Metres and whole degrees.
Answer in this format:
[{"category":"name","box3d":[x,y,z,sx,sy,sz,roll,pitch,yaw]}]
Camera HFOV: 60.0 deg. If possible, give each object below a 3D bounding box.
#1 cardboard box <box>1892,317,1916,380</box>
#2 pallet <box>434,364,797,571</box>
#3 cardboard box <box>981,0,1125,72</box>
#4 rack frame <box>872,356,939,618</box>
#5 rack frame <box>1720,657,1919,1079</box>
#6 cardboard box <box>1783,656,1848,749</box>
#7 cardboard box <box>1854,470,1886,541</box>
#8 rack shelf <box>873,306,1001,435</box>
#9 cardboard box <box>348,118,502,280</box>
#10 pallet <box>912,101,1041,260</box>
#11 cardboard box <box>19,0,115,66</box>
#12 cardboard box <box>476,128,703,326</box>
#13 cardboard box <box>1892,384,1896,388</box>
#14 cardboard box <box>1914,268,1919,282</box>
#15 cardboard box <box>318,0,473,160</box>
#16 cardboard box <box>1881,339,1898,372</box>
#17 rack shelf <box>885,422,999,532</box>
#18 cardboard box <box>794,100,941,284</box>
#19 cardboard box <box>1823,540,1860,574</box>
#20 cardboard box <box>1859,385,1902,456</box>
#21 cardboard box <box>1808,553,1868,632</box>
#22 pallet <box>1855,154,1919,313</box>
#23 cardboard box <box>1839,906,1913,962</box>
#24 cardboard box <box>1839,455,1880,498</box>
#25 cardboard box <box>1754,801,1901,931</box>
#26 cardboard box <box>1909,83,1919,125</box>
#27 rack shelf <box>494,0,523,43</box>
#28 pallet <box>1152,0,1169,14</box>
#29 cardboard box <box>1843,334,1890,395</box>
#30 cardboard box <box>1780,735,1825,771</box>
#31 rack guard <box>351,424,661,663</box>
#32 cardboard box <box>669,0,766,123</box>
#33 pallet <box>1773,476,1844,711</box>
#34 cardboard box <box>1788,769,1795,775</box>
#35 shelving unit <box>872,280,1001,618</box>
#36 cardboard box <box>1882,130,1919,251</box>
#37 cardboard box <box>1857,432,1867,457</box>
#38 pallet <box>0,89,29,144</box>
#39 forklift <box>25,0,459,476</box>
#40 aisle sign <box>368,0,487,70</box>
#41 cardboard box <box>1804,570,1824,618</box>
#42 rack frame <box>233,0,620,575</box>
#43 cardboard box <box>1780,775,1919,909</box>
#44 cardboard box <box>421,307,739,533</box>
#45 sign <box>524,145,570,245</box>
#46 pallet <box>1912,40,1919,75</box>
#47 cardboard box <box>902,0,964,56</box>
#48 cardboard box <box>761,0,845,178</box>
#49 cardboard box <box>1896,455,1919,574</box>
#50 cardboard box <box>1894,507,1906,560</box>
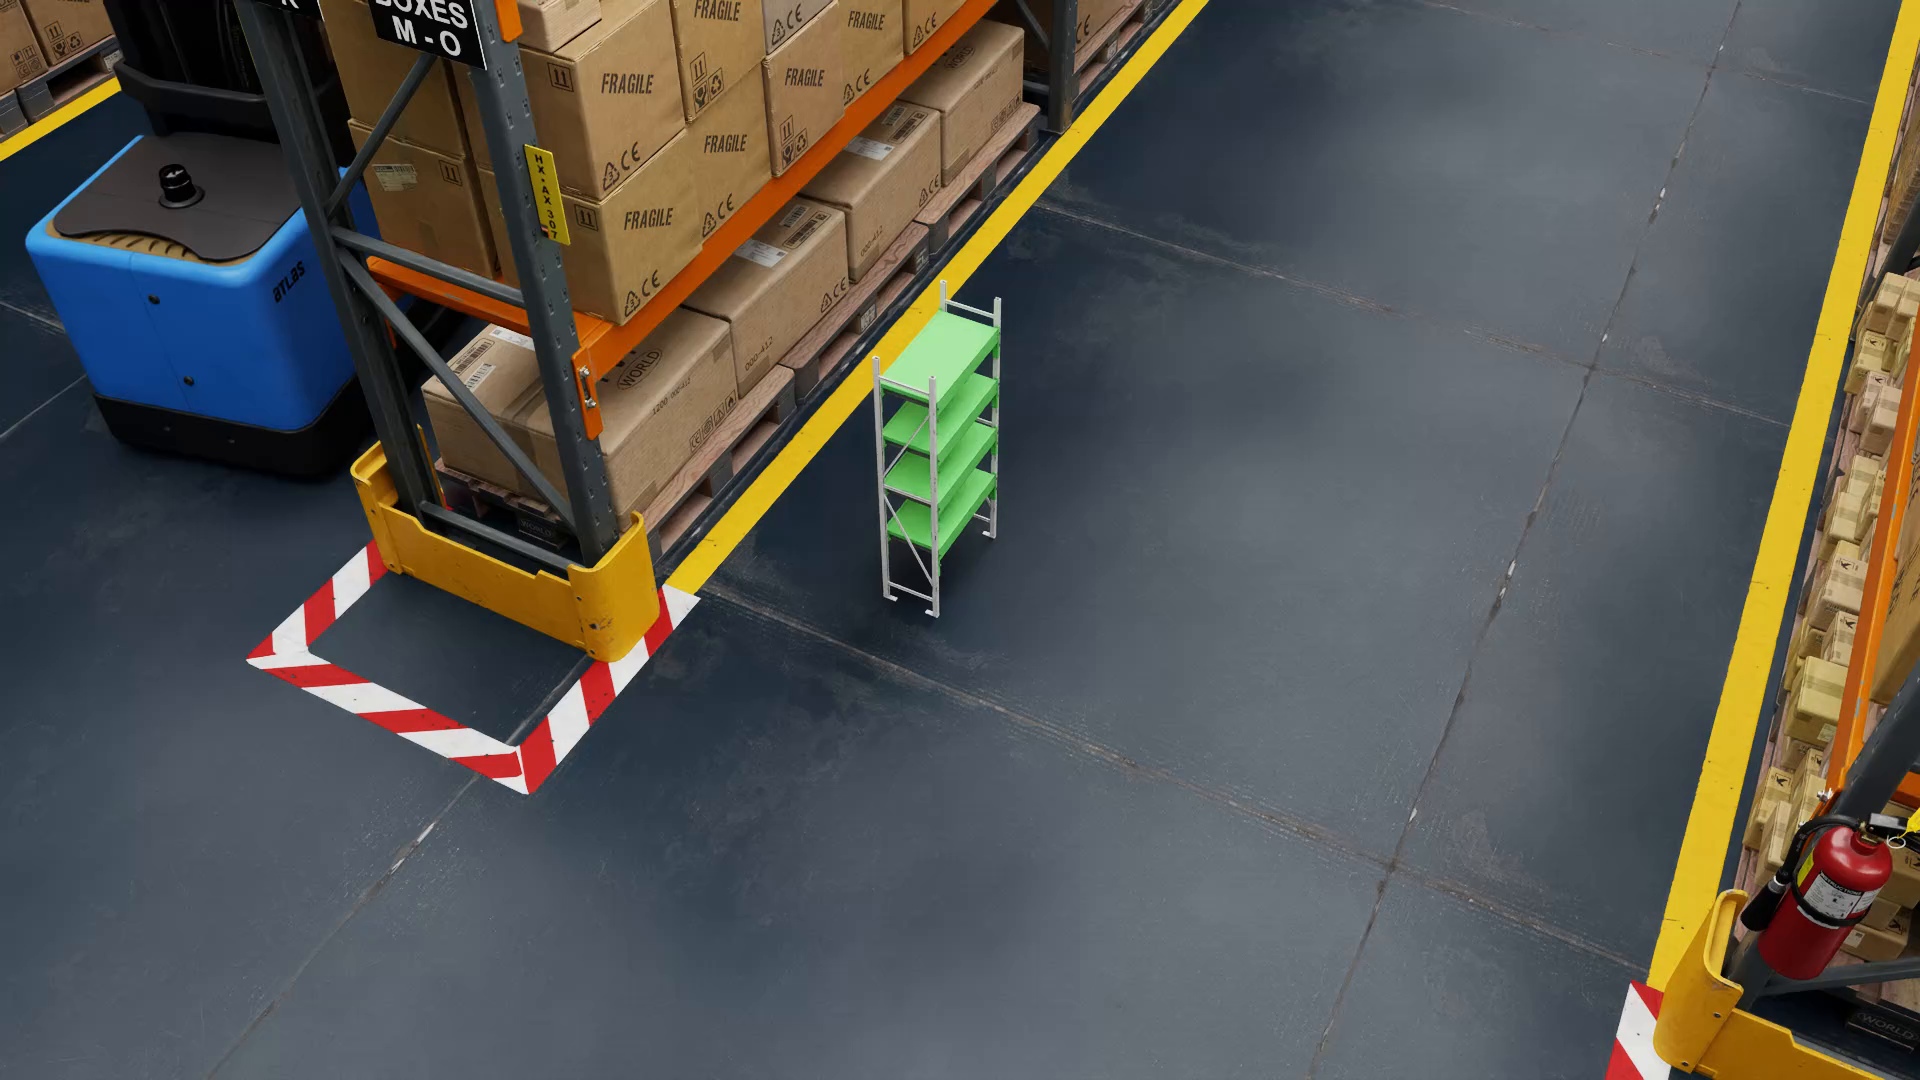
[{"category":"cardboard box","box3d":[3.962,-0.715,6.638,0.380,0.149,0.250,20,49,19]},{"category":"pallet","box3d":[-1.427,-0.439,7.035,1.003,0.211,1.213,20,49,19]},{"category":"cardboard box","box3d":[0.345,-3.227,9.029,0.875,0.875,0.875,22,49,20]},{"category":"rack frame","box3d":[-0.190,-0.164,6.068,0.240,1.200,0.015,20,49,19]},{"category":"rack frame","box3d":[2.703,0.681,3.968,1.000,3.000,0.127,20,49,19]},{"category":"cardboard box","box3d":[2.899,0.565,5.373,0.380,0.149,0.250,19,48,18]},{"category":"cardboard box","box3d":[3.468,-0.068,5.999,0.380,0.149,0.250,21,49,19]},{"category":"rack shelf","box3d":[-0.077,-0.610,5.924,0.258,0.148,0.480,20,49,19]},{"category":"cardboard box","box3d":[-1.739,-1.316,5.871,0.500,0.500,0.500,21,49,19]},{"category":"pallet","box3d":[-0.294,-1.976,8.554,1.003,0.211,1.213,20,49,19]},{"category":"cardboard box","box3d":[-4.994,-2.974,9.043,0.500,0.500,0.500,21,49,20]},{"category":"cardboard box","box3d":[-1.251,-1.132,5.690,0.500,0.500,0.500,20,49,19]},{"category":"cardboard box","box3d":[3.861,-0.442,6.578,0.380,0.149,0.250,18,48,17]},{"category":"cardboard box","box3d":[4.216,-1.044,6.964,0.380,0.149,0.250,22,49,21]},{"category":"cardboard box","box3d":[-1.716,-1.658,5.507,0.500,0.500,0.500,22,49,20]},{"category":"cardboard box","box3d":[4.070,-0.777,6.909,0.380,0.149,0.250,21,49,19]},{"category":"rack shelf","box3d":[-0.077,-0.273,6.266,0.258,0.148,0.480,20,49,19]},{"category":"cardboard box","box3d":[-0.673,-1.732,7.859,0.875,0.438,0.875,19,48,18]},{"category":"cardboard box","box3d":[3.299,0.191,5.952,0.380,0.149,0.250,23,50,21]},{"category":"cardboard box","box3d":[3.671,-0.410,6.337,0.380,0.149,0.250,21,49,20]},{"category":"cardboard box","box3d":[3.151,0.235,5.699,0.380,0.149,0.250,22,49,20]},{"category":"pallet","box3d":[4.920,-1.349,7.935,1.003,0.211,1.213,20,49,19]},{"category":"cardboard box","box3d":[2.762,1.135,5.228,0.380,0.149,0.250,21,49,20]},{"category":"cardboard box","box3d":[3.539,-0.139,6.278,0.380,0.149,0.250,20,49,19]},{"category":"cardboard box","box3d":[2.695,1.005,5.148,0.380,0.149,0.250,19,48,18]},{"category":"cardboard box","box3d":[5.160,-2.302,8.378,0.500,0.500,0.500,19,48,18]},{"category":"rack shelf","box3d":[-0.800,-2.951,5.954,1.077,0.370,4.000,20,49,19]},{"category":"pallet","box3d":[0.985,-3.711,10.270,1.003,0.211,1.213,20,49,19]},{"category":"cardboard box","box3d":[3.982,-0.693,7.035,0.380,0.149,0.250,22,49,20]},{"category":"cardboard box","box3d":[2.935,0.677,5.472,0.380,0.149,0.250,19,48,17]},{"category":"rack guard","box3d":[-1.740,0.005,6.394,1.175,0.500,0.348,20,49,19]},{"category":"cardboard box","box3d":[-1.020,-1.812,5.659,0.500,0.500,0.500,19,48,18]},{"category":"pallet","box3d":[3.714,0.348,6.258,1.003,0.211,1.213,20,49,19]},{"category":"cardboard box","box3d":[2.991,0.802,5.557,0.380,0.149,0.250,20,49,19]},{"category":"shelving unit","box3d":[-0.077,-0.317,6.220,0.258,1.200,0.503,20,49,19]},{"category":"cardboard box","box3d":[4.680,-1.657,7.741,0.500,0.500,0.500,20,49,18]},{"category":"cardboard box","box3d":[3.840,-0.343,6.689,0.380,0.149,0.250,19,48,18]},{"category":"pallet","box3d":[-5.722,-2.096,8.673,1.003,0.211,1.213,20,49,19]},{"category":"forklift","box3d":[-2.764,-2.364,7.026,1.130,2.935,3.031,11,46,10]},{"category":"aisle sign","box3d":[-1.505,-1.662,4.456,0.394,0.787,0.004,20,49,19]},{"category":"cardboard box","box3d":[3.302,0.295,6.058,0.380,0.149,0.250,21,49,20]},{"category":"rack frame","box3d":[-1.729,-0.889,5.520,1.000,3.000,0.127,20,49,19]},{"category":"cardboard box","box3d":[2.724,0.910,5.033,0.380,0.149,0.250,21,49,19]},{"category":"cardboard box","box3d":[-1.511,-0.585,6.725,0.875,0.438,0.875,19,48,18]},{"category":"sign","box3d":[-1.240,-1.034,4.999,0.100,0.325,0.005,20,49,19]},{"category":"pallet","box3d":[6.052,-2.886,9.454,1.003,0.211,1.213,20,49,19]},{"category":"cardboard box","box3d":[-0.315,-2.420,6.963,0.500,0.500,0.500,20,49,18]},{"category":"cardboard box","box3d":[-0.789,-1.774,6.324,0.500,0.500,0.500,20,49,19]},{"category":"cardboard box","box3d":[2.927,-0.149,4.509,0.500,0.500,0.500,20,49,18]},{"category":"cardboard box","box3d":[2.953,-0.005,4.822,0.380,0.149,0.250,22,49,20]}]
